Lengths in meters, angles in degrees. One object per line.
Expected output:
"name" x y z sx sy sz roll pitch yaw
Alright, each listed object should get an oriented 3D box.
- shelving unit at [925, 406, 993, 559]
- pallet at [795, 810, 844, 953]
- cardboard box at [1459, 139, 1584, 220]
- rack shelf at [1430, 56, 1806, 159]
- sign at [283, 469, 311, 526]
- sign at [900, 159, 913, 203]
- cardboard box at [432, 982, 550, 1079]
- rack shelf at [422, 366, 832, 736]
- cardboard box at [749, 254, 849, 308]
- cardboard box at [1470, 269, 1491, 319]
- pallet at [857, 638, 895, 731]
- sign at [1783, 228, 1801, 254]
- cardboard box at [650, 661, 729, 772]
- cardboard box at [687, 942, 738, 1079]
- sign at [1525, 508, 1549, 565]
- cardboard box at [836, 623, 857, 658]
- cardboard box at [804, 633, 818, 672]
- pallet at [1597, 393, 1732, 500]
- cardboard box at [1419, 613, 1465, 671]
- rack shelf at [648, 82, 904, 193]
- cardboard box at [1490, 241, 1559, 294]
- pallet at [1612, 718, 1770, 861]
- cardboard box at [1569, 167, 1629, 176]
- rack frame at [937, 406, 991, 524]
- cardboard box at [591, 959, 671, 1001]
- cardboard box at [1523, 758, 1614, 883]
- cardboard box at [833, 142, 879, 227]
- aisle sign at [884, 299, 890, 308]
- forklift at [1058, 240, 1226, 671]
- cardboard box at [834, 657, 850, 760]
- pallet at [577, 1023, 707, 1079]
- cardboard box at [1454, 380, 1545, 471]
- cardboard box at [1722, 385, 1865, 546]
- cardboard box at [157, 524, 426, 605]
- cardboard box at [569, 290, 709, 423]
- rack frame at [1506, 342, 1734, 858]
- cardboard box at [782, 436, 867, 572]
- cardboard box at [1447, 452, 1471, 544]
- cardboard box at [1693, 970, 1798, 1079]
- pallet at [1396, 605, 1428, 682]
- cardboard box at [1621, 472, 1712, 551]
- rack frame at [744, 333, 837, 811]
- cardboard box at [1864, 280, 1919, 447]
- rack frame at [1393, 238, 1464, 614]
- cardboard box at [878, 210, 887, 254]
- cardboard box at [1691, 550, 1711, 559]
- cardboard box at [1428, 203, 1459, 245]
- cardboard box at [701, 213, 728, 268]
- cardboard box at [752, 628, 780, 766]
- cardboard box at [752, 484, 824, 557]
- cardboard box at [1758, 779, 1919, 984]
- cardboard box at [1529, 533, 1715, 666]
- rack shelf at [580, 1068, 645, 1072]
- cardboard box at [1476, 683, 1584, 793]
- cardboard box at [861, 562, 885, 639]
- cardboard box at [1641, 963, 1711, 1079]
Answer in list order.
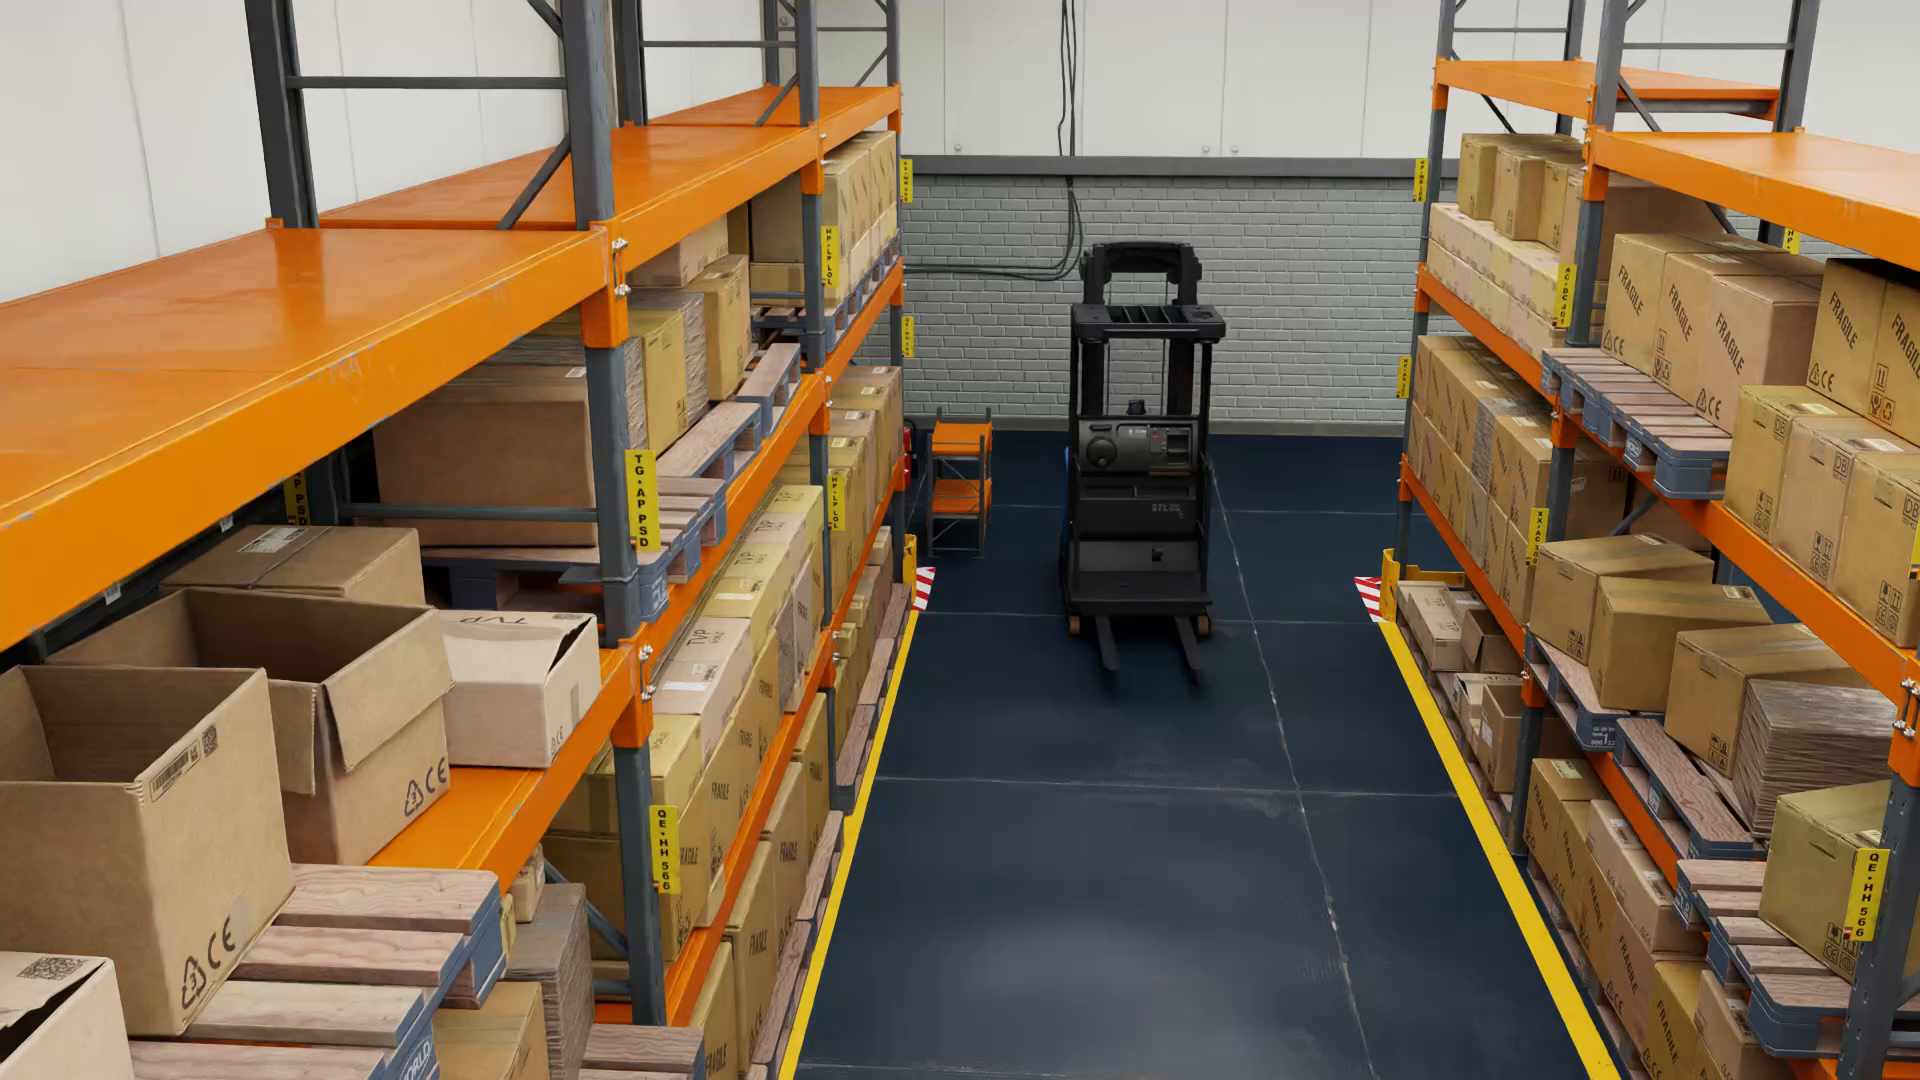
"shelving unit" 0.000 -0.537 15.081 0.538 1.125 1.048 1 18 4
"pallet" -1.220 1.862 9.230 1.003 0.211 1.213 1 18 4
"cardboard box" 3.847 -2.472 11.395 0.700 0.500 0.500 1 18 4
"rack shelf" 3.844 -2.724 10.272 1.077 0.370 4.000 1 18 4
"sign" -2.080 -0.186 5.226 0.100 0.325 0.005 1 18 4
"sign" -0.413 -2.739 12.680 0.100 0.325 0.005 1 18 4
"cardboard box" -1.564 1.601 4.679 0.700 0.500 0.500 0 18 -1
"rack shelf" -1.384 -0.167 7.281 1.077 0.370 4.000 1 18 4
"cardboard box" -0.928 -1.515 9.644 0.500 0.250 0.500 1 18 4
"cardboard box" 3.585 -1.572 10.654 0.500 0.250 0.500 1 18 4
"pallet" -1.023 1.006 11.841 1.003 0.211 1.213 1 18 4
"sign" 4.255 -1.442 8.555 0.100 0.325 0.005 1 18 4
"cardboard box" -1.200 0.681 6.481 0.500 0.250 0.500 1 18 3
"cardboard box" -1.344 2.134 6.698 0.750 0.750 0.750 1 18 3
"sign" 3.159 -0.016 9.093 0.100 0.325 0.005 1 18 4
"cardboard box" -0.878 0.643 10.769 0.380 0.149 0.250 2 18 6
"cardboard box" -0.977 0.595 8.987 0.380 0.149 0.250 2 18 5
"pallet" 3.513 -0.408 7.163 1.213 0.211 1.003 1 18 4
"cardboard box" 3.594 0.733 11.905 0.500 0.250 0.500 1 18 4
"rack shelf" -1.097 -2.645 10.668 1.077 0.370 4.000 1 18 4
"cardboard box" 3.542 -1.655 10.103 0.500 0.250 0.500 1 18 4
"pallet" 3.549 1.134 7.280 1.003 0.211 1.213 1 18 4
"cardboard box" 3.875 -1.847 9.487 0.700 0.500 0.500 1 18 4
"rack frame" 0.037 -0.695 15.563 0.500 1.125 0.032 1 18 4
"cardboard box" -1.273 1.550 6.073 0.380 0.149 0.250 1 18 3
"cardboard box" 3.423 1.528 9.077 0.500 0.500 0.500 0 18 1
"cardboard box" -0.810 -2.354 11.001 0.500 0.500 0.500 0 18 1
"aisle sign" -0.649 -2.198 12.966 0.394 0.787 0.004 1 18 4
"forklift" 1.394 -0.738 12.794 1.130 2.935 3.031 0 18 1
"cardboard box" -1.084 1.054 10.557 0.700 0.500 0.500 2 18 5
"pallet" -1.472 1.852 5.088 1.213 0.211 1.003 1 18 4
"cardboard box" 3.587 -0.753 10.964 0.500 0.500 0.500 1 18 3
"cardboard box" 3.486 -0.282 6.316 0.910 0.500 0.500 1 18 4
"cardboard box" -1.808 0.274 4.588 0.500 0.500 0.500 1 18 4
"cardboard box" -1.488 -0.787 7.152 0.700 0.500 0.500 1 18 4
"rack frame" 3.701 0.405 9.198 1.000 3.000 0.127 1 18 4
"cardboard box" -1.127 -0.242 10.690 0.980 0.700 0.700 1 18 3
"cardboard box" 3.585 -0.282 11.132 0.500 0.500 0.500 2 18 5
"cardboard box" 3.247 1.956 6.567 0.500 0.250 0.500 2 18 6
"pallet" 3.926 0.759 12.596 1.003 0.211 1.213 1 18 4
"cardboard box" 4.015 -0.258 9.454 0.500 0.500 0.500 2 18 5
"rack frame" -1.240 0.295 9.532 1.000 3.000 0.127 1 18 4
"cardboard box" 3.488 -0.595 5.665 0.500 0.500 0.500 1 18 4
"rack frame" 3.988 -0.838 12.989 1.000 3.000 0.127 1 18 4
"cardboard box" -0.777 -2.153 11.593 0.500 0.250 0.500 1 18 2
"cardboard box" 4.009 0.205 9.647 0.500 0.500 0.500 2 18 5
"cardboard box" 3.691 -2.276 11.998 0.500 0.250 0.500 1 18 4
"cardboard box" -1.434 -1.473 8.039 0.500 0.250 0.500 3 18 8
"cardboard box" -1.124 0.716 7.579 0.500 0.500 0.500 2 18 5
"cardboard box" -1.019 -0.109 8.890 0.500 0.250 0.500 2 18 5
"cardboard box" 3.347 1.202 5.930 0.700 0.500 0.500 -5 19 -15
"cardboard box" 3.444 0.300 8.683 0.700 0.500 0.500 -5 19 -15
"rack shelf" -1.670 2.501 3.957 1.077 0.370 4.000 1 18 4
"cardboard box" 3.459 1.200 10.078 0.500 0.500 0.500 1 18 4
"cardboard box" -0.940 0.416 12.502 0.700 0.500 0.500 1 18 4
"cardboard box" 3.284 2.169 7.120 0.500 0.500 0.500 1 18 2
